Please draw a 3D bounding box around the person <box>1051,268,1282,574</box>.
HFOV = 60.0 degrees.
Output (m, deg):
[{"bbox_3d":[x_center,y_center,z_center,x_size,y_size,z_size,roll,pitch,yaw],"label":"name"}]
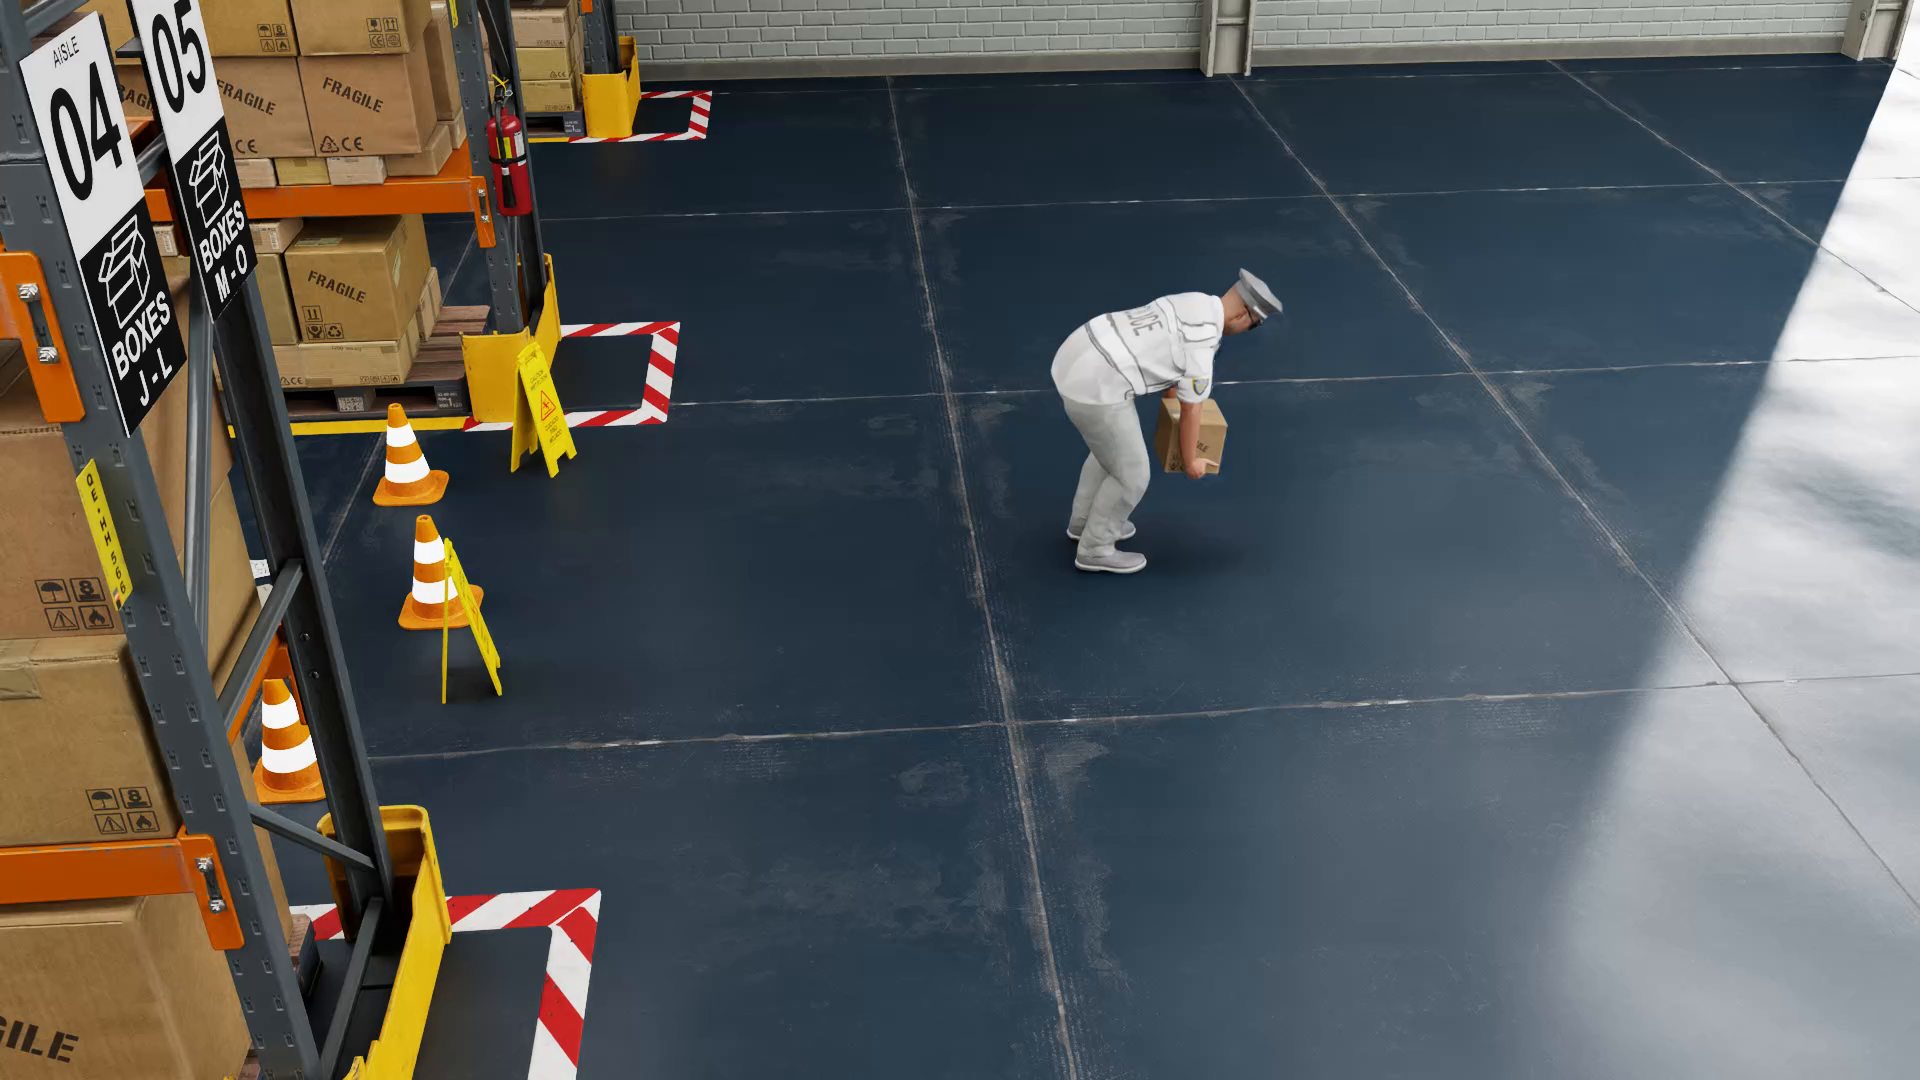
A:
[{"bbox_3d":[0.904,-0.536,7.423,0.995,1.346,0.480,-4,31,-6],"label":"person"}]
